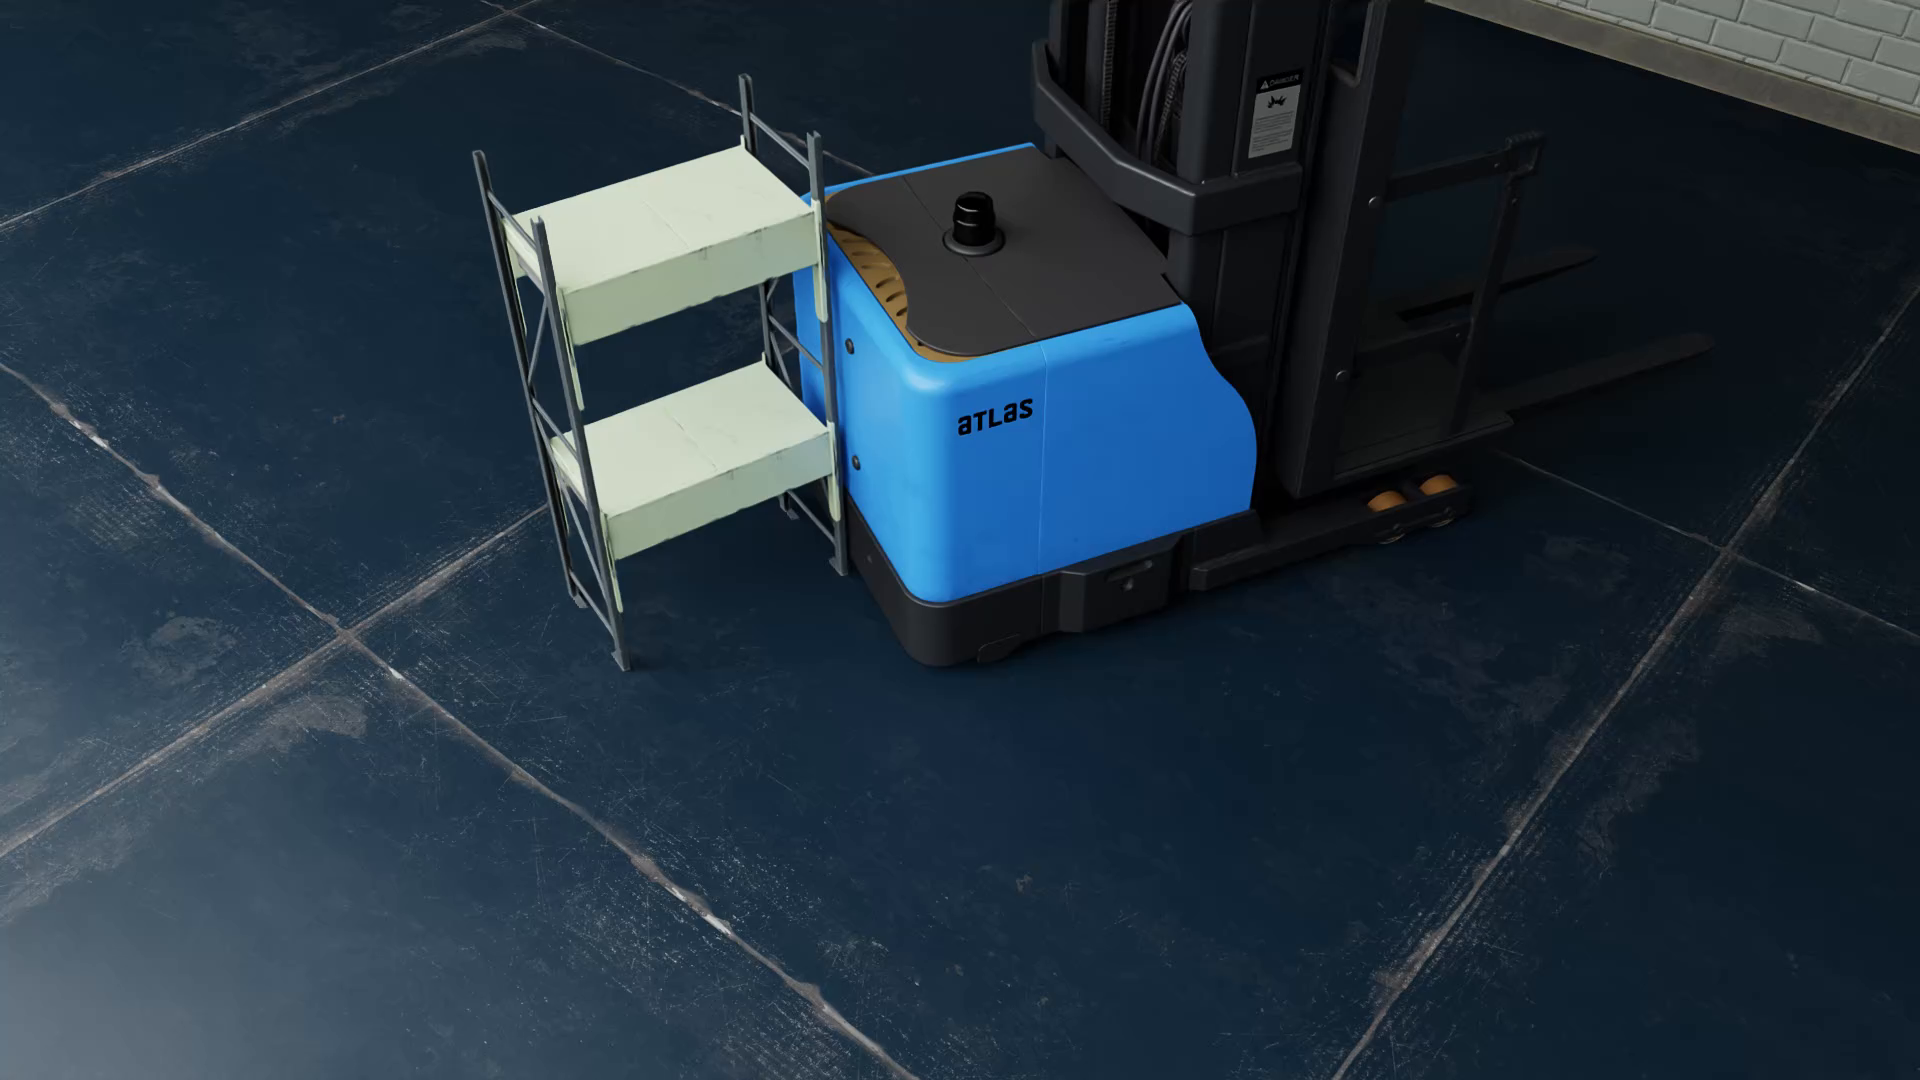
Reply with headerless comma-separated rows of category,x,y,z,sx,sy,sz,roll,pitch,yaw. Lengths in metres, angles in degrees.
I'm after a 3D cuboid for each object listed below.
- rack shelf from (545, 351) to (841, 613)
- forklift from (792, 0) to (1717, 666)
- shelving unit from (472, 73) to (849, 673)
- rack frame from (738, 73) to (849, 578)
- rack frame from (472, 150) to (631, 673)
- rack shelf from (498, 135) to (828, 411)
rack shelf,-0.769,-0.179,4.817,0.720,0.370,0.431,-24,47,-24
forklift,1.059,-1.382,4.591,3.031,2.935,1.130,-17,45,-17
shelving unit,-0.769,-0.420,4.597,0.755,1.500,0.431,-24,47,-24
rack frame,-0.463,-0.555,4.746,0.023,1.500,0.400,-24,47,-24
rack frame,-1.075,-0.285,4.449,0.023,1.500,0.400,-24,47,-24
rack shelf,-0.769,-0.709,4.335,0.720,0.370,0.431,-24,47,-24
